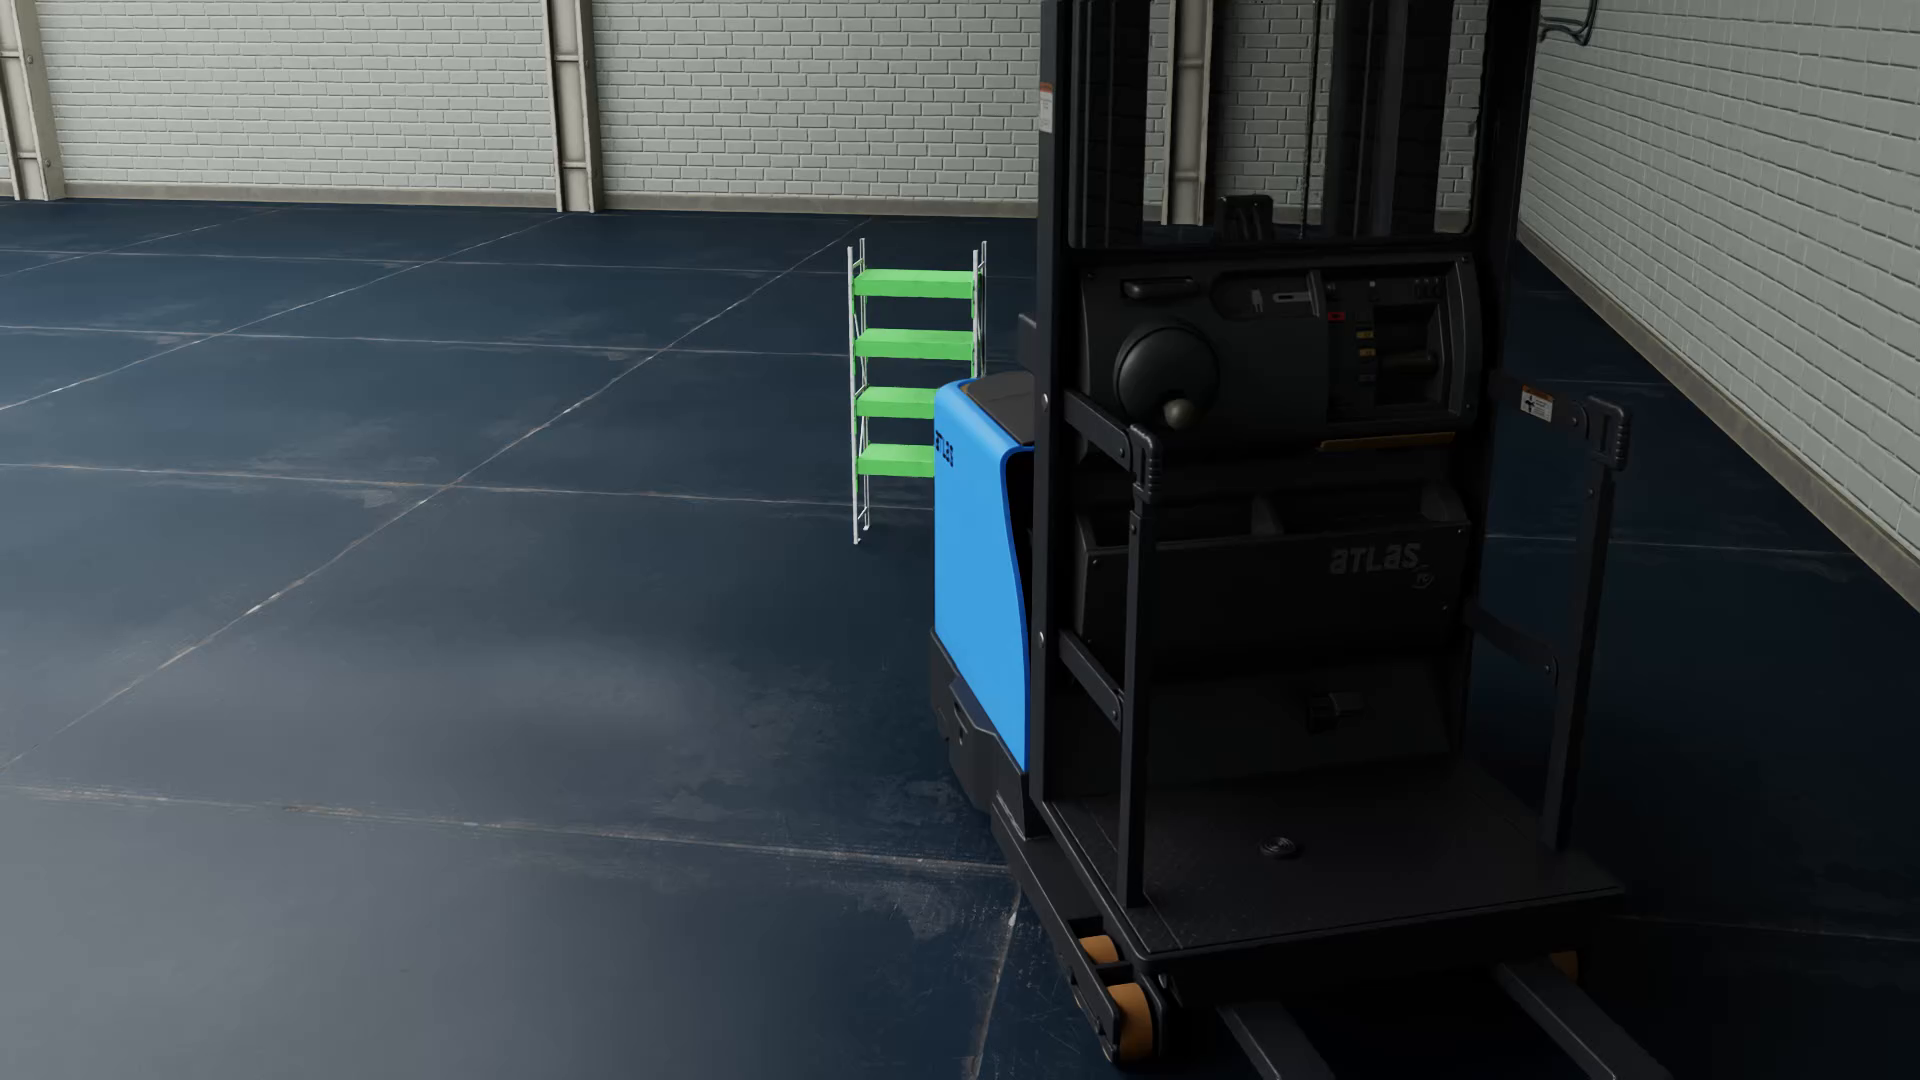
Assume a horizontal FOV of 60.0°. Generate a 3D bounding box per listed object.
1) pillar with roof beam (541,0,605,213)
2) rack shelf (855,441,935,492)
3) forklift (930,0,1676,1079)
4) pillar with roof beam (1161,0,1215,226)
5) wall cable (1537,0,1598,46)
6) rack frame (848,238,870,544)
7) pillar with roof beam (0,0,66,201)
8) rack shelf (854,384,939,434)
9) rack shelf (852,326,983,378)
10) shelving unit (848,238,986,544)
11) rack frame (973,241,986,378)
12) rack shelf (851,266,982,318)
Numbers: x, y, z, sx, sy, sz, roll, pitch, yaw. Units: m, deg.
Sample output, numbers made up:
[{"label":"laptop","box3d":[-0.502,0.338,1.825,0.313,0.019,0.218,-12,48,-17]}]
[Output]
[{"label":"pillar with roof beam","box3d":[-4.488,-6.234,11.252,0.400,9.000,9.100,3,19,9]},{"label":"rack shelf","box3d":[-0.163,-0.289,6.734,0.480,0.148,0.258,3,19,9]},{"label":"forklift","box3d":[0.764,-0.421,3.443,1.130,2.935,3.031,-5,19,-13]},{"label":"pillar with roof beam","box3d":[1.436,-5.932,10.350,0.400,9.000,9.100,3,19,9]},{"label":"wall cable","box3d":[4.818,-5.245,13.192,0.112,2.526,3.097,3,19,9]},{"label":"rack frame","box3d":[-0.404,-0.590,6.674,0.015,1.200,0.240,3,19,9]},{"label":"pillar with roof beam","box3d":[-10.412,-6.536,12.155,0.400,9.000,9.100,3,19,9]},{"label":"rack shelf","box3d":[-0.163,-0.517,6.658,0.480,0.148,0.258,3,19,9]},{"label":"rack shelf","box3d":[-0.163,-0.744,6.582,0.480,0.148,0.258,3,19,9]},{"label":"shelving unit","box3d":[-0.163,-0.577,6.638,0.503,1.200,0.258,3,19,9]},{"label":"rack frame","box3d":[0.077,-0.565,6.601,0.015,1.200,0.240,3,19,9]},{"label":"rack shelf","box3d":[-0.163,-0.972,6.506,0.480,0.148,0.258,3,19,9]}]
